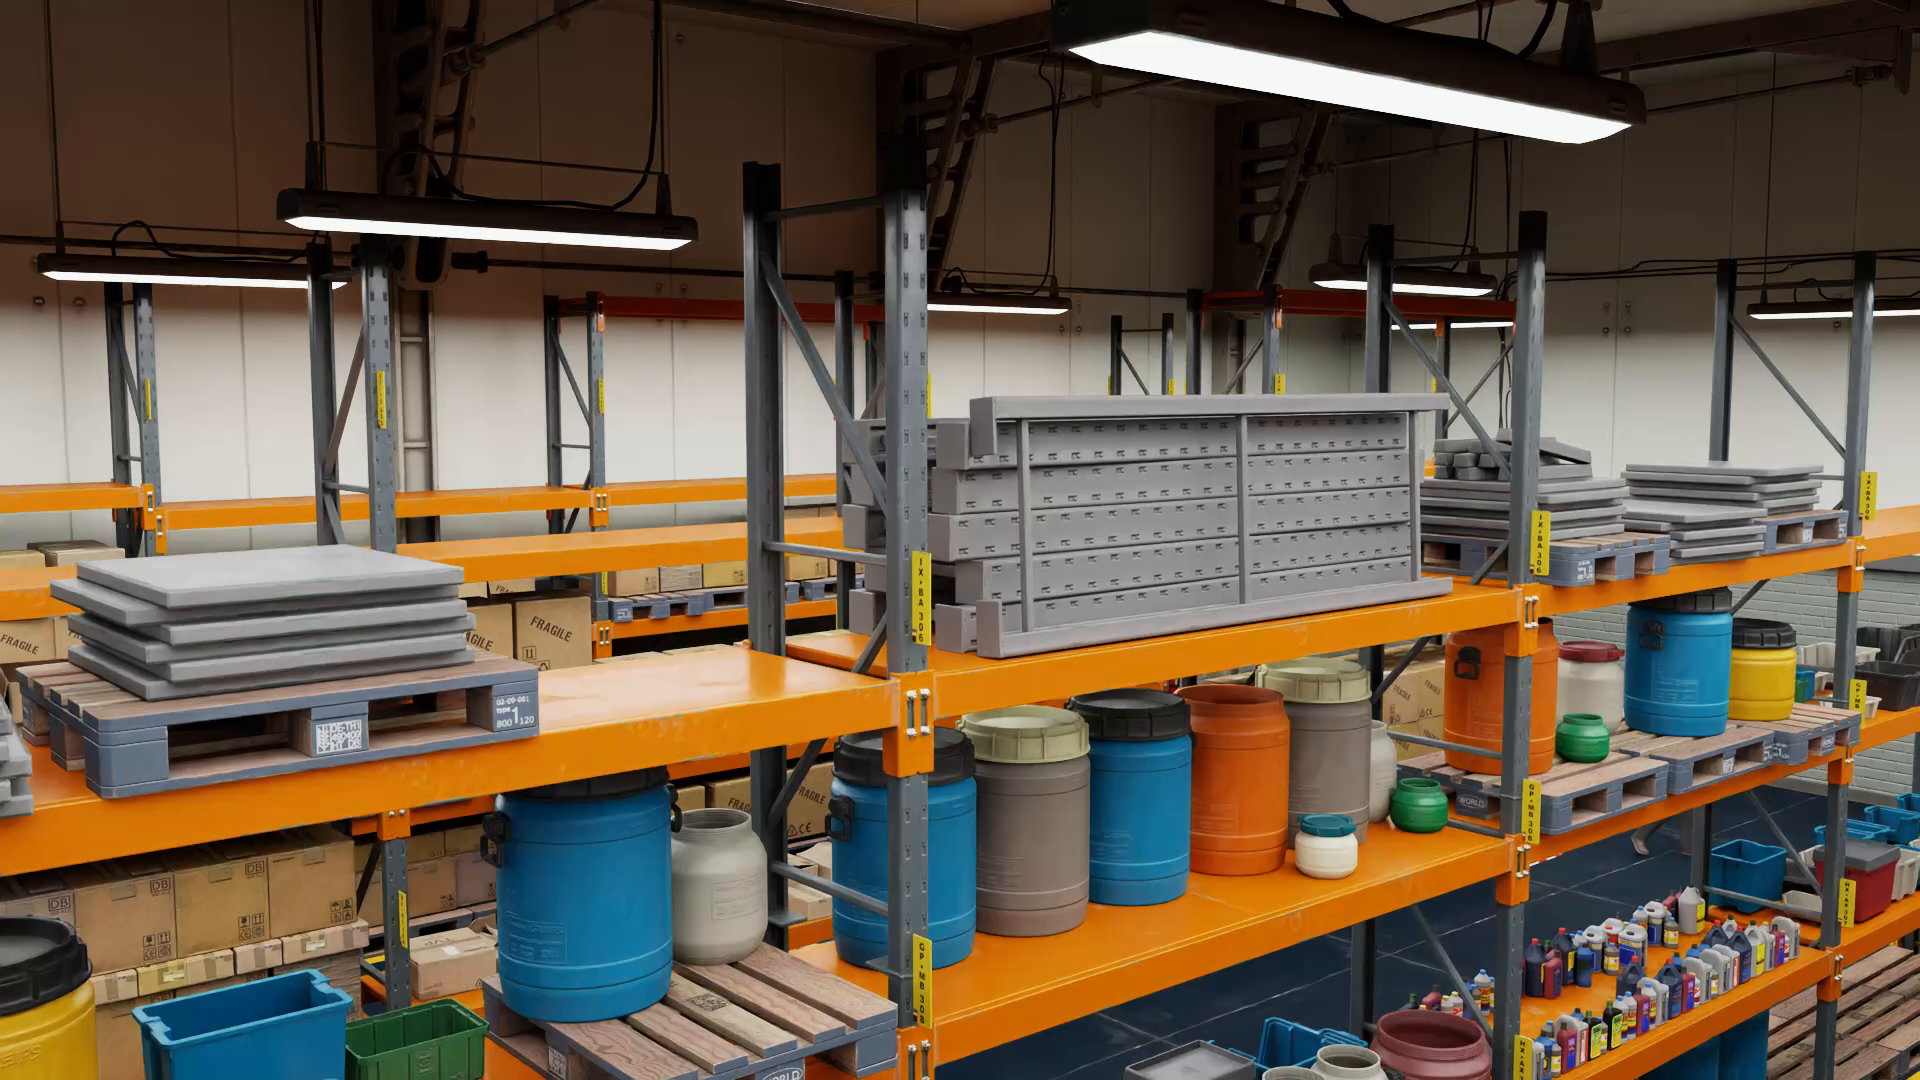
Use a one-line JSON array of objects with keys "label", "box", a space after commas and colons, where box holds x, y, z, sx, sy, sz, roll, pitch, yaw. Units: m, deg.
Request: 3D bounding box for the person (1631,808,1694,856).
[{"label": "person", "box": [7.700, 2.607, 18.006, 0.522, 1.645, 0.712, -4, 7, -38]}]
